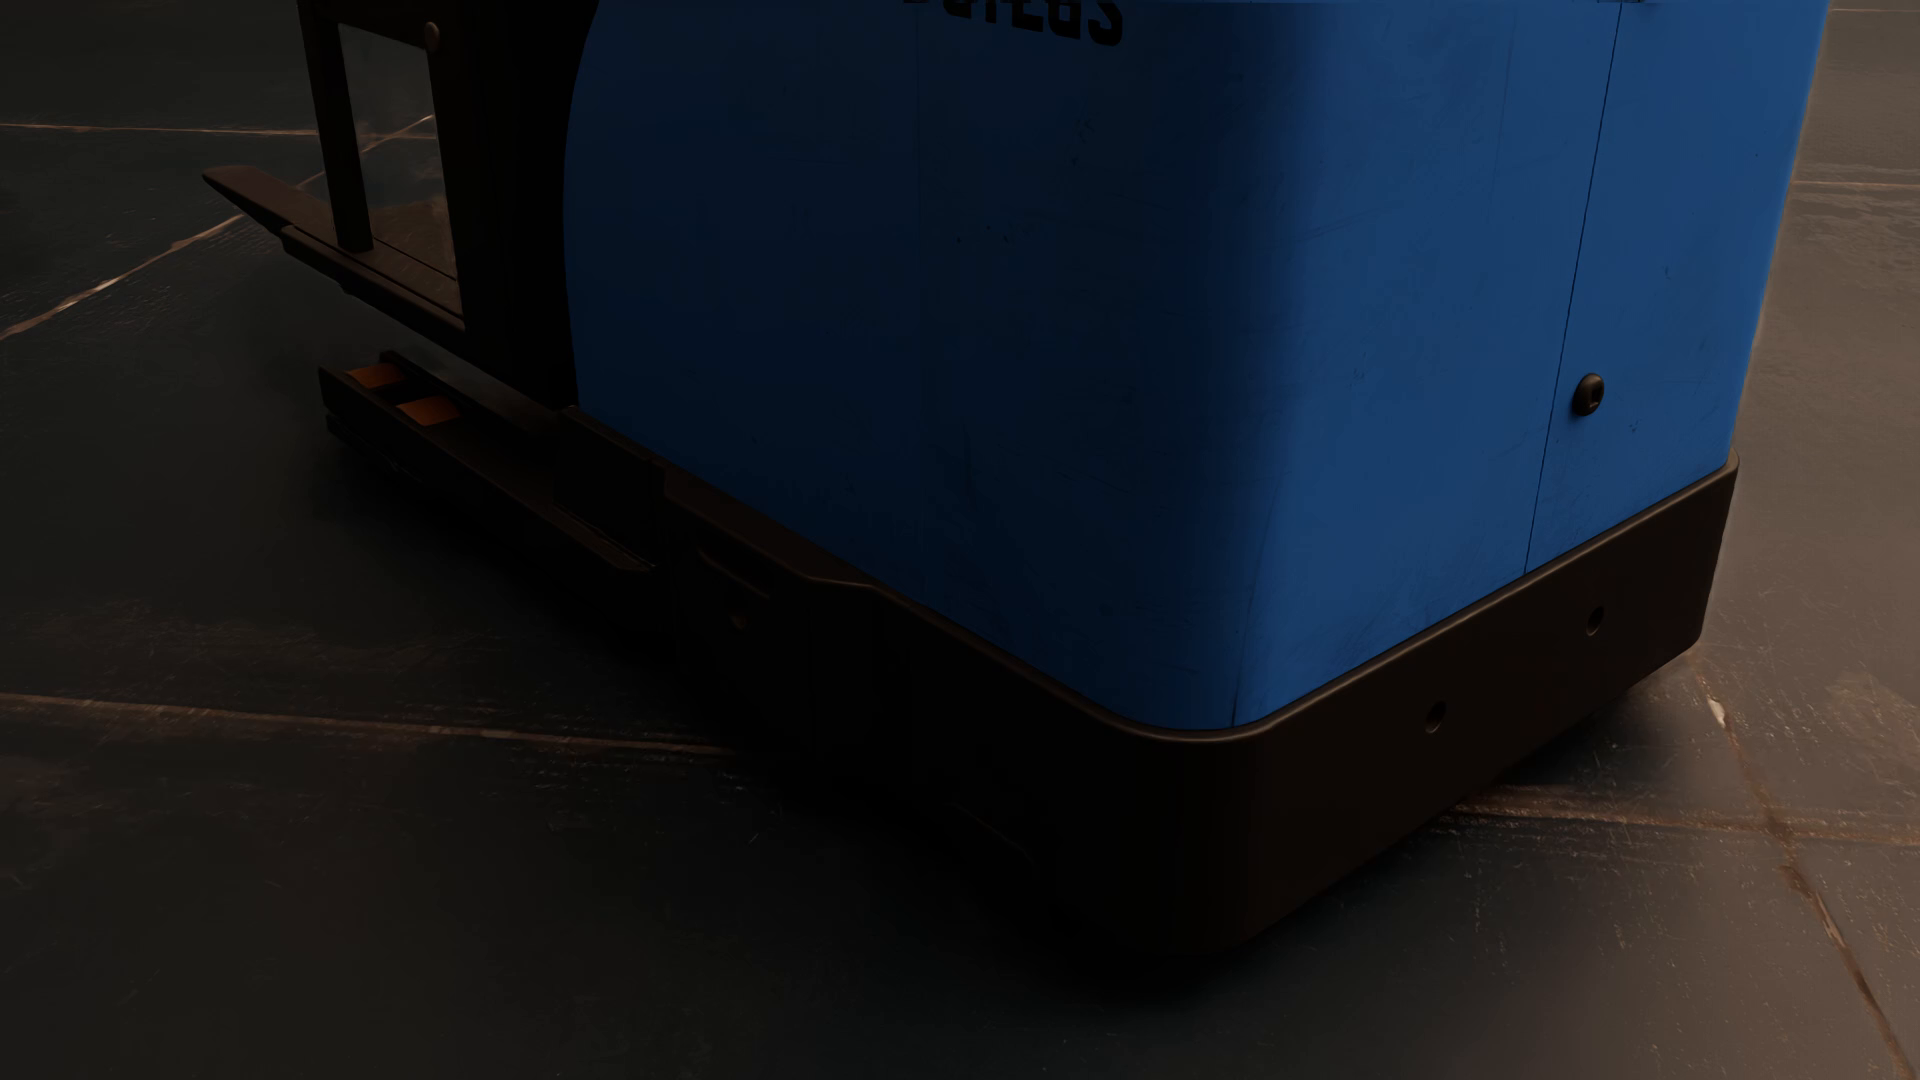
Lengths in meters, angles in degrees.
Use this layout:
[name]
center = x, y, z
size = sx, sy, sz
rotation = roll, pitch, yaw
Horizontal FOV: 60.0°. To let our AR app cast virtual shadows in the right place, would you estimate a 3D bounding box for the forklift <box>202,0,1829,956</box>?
[forklift]
center = -0.399, -1.501, 2.226
size = 1.130, 2.935, 3.031
rotation = -21, 33, -36
